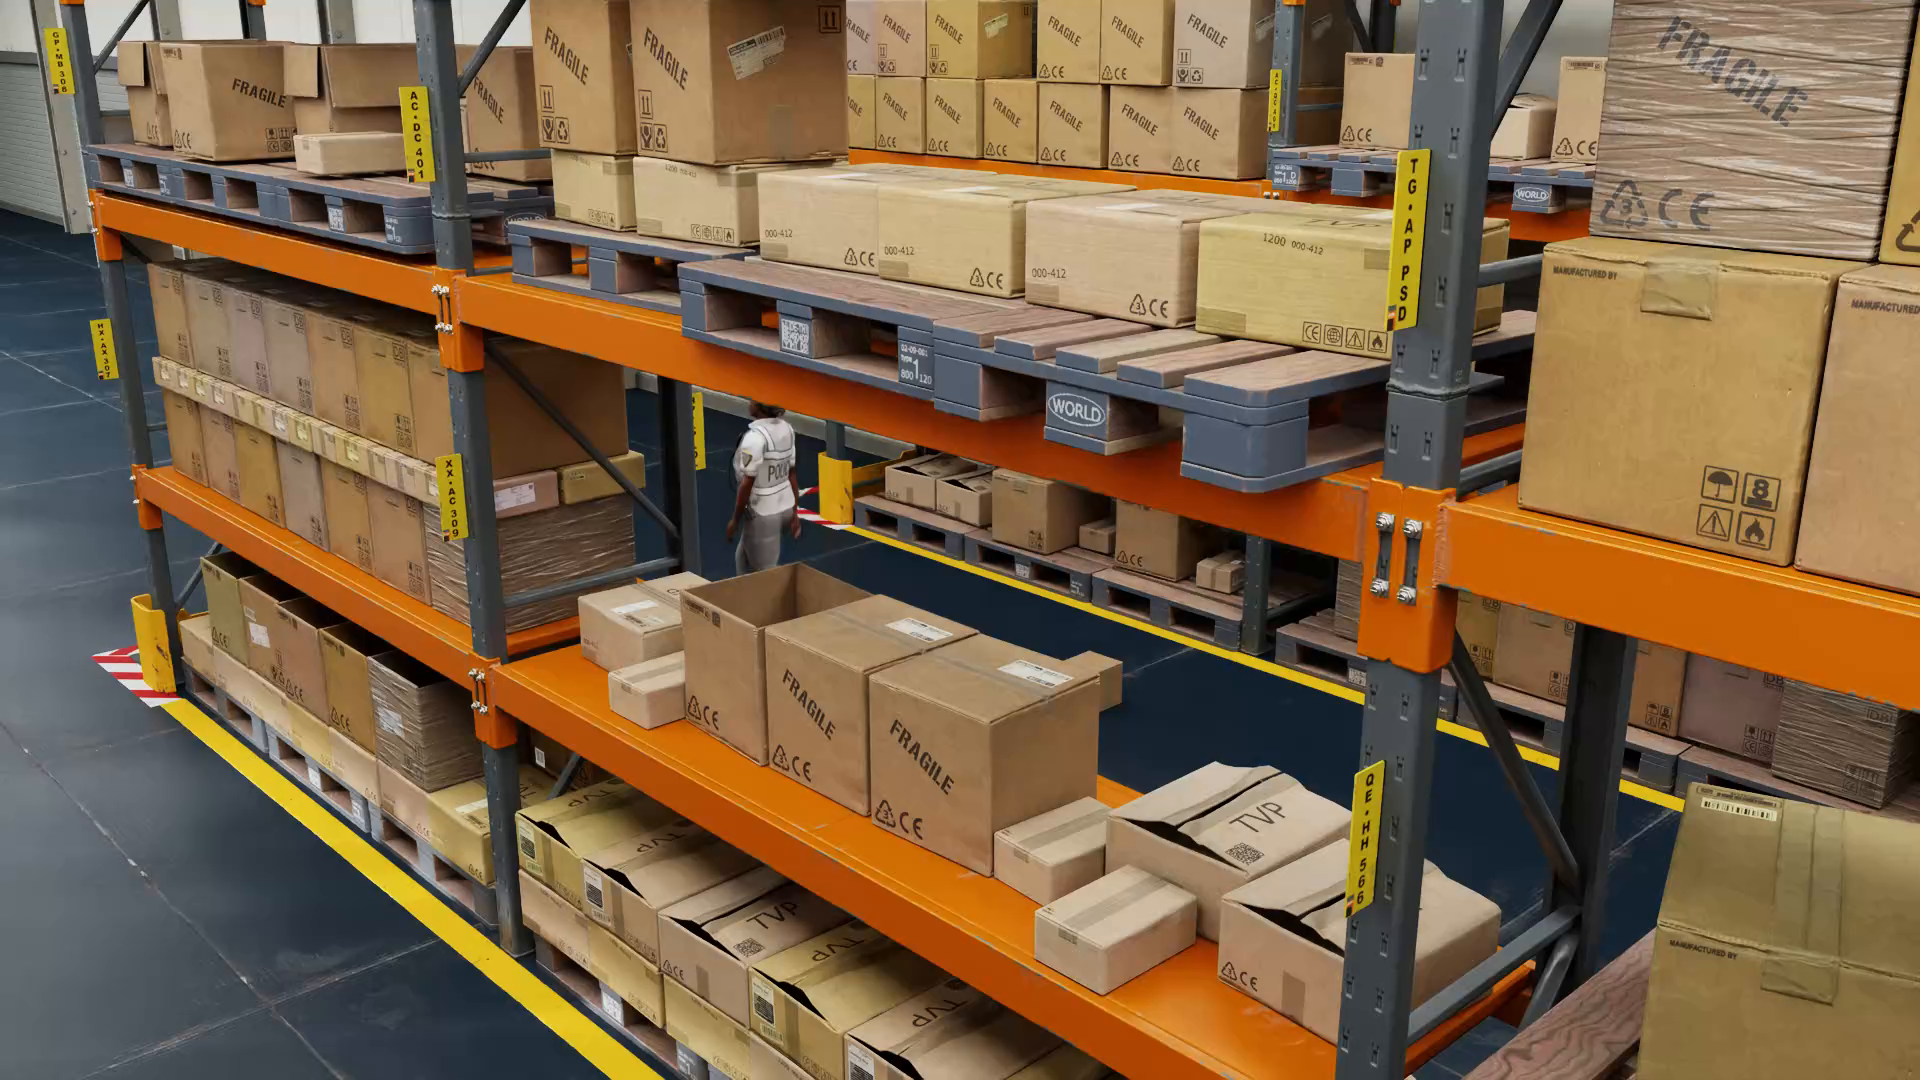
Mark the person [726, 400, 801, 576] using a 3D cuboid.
[{"bbox_3d":[-1.144,-0.178,10.023,0.922,1.645,0.440,7,19,21],"label":"person"}]
